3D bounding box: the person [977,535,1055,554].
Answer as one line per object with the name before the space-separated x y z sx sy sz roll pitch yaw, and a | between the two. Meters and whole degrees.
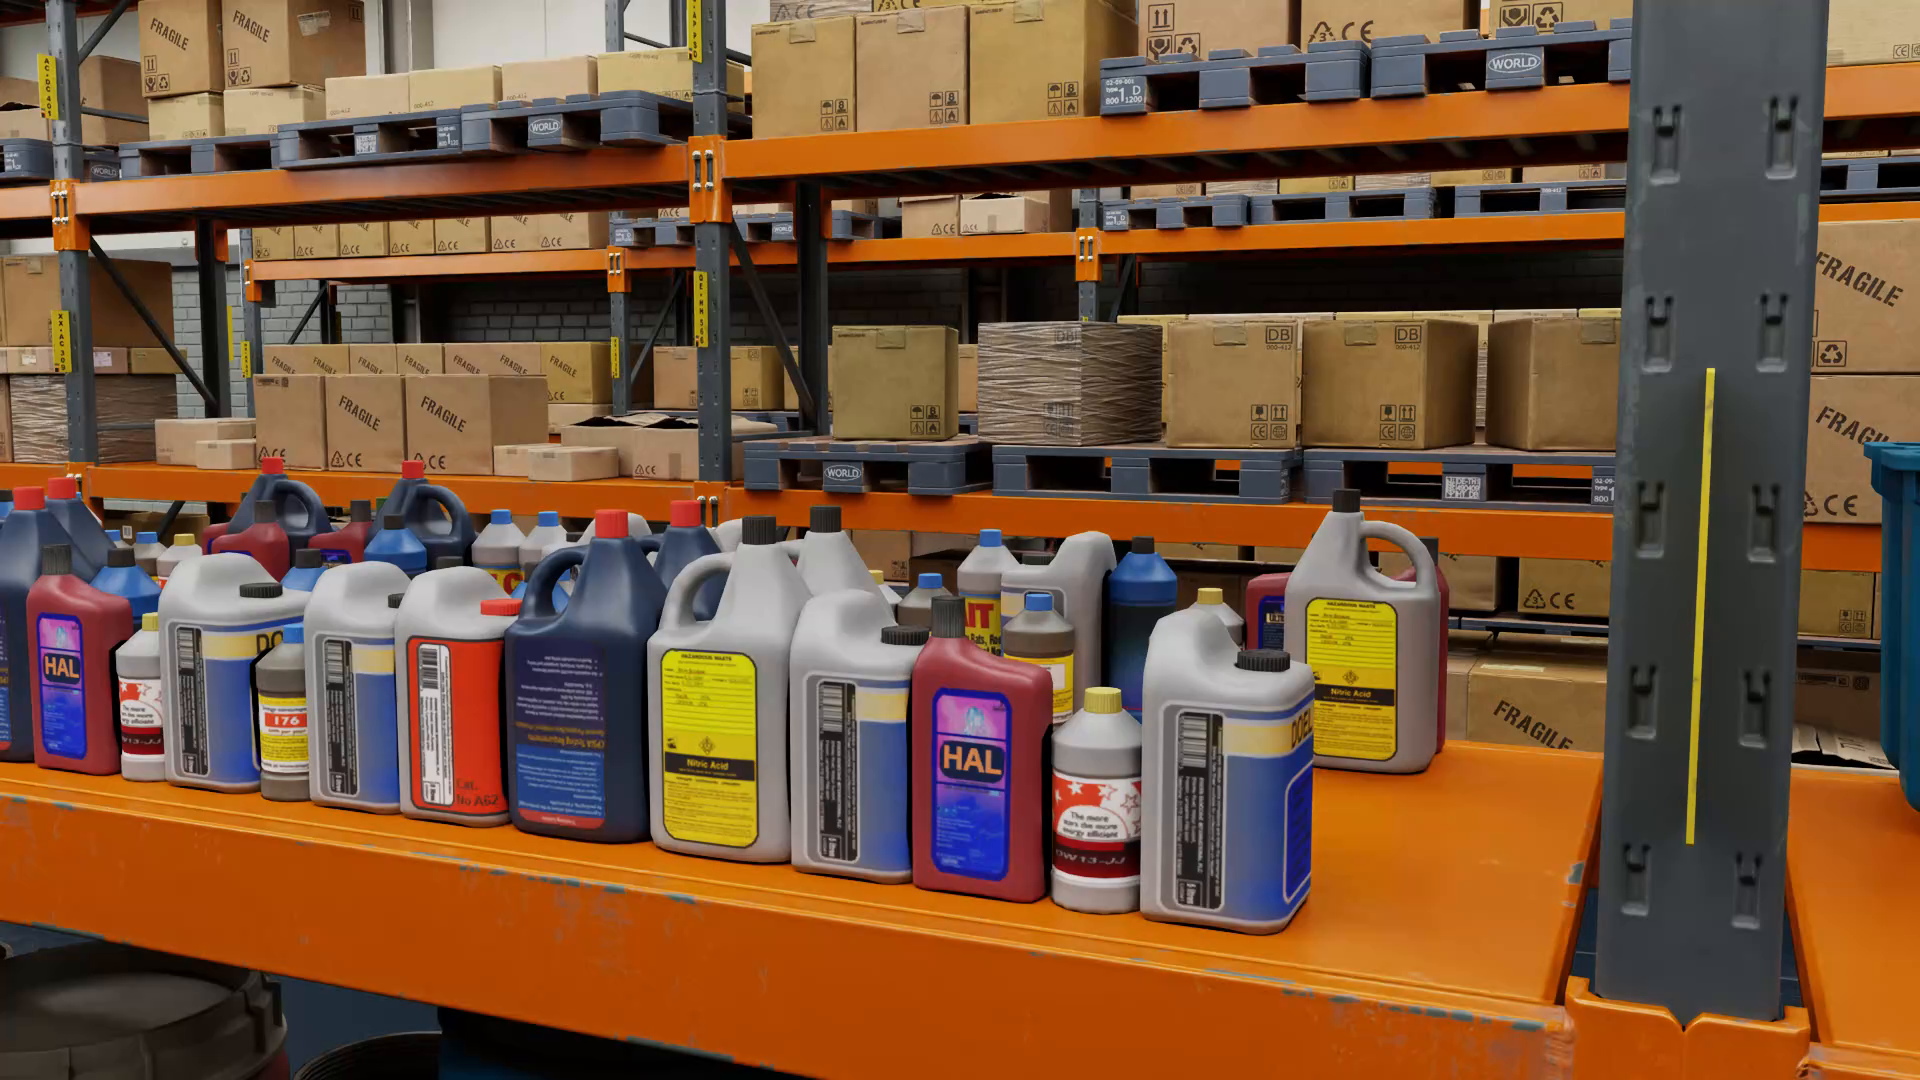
person | 0.302 0.028 9.368 0.459 1.662 0.626 1 6 6
